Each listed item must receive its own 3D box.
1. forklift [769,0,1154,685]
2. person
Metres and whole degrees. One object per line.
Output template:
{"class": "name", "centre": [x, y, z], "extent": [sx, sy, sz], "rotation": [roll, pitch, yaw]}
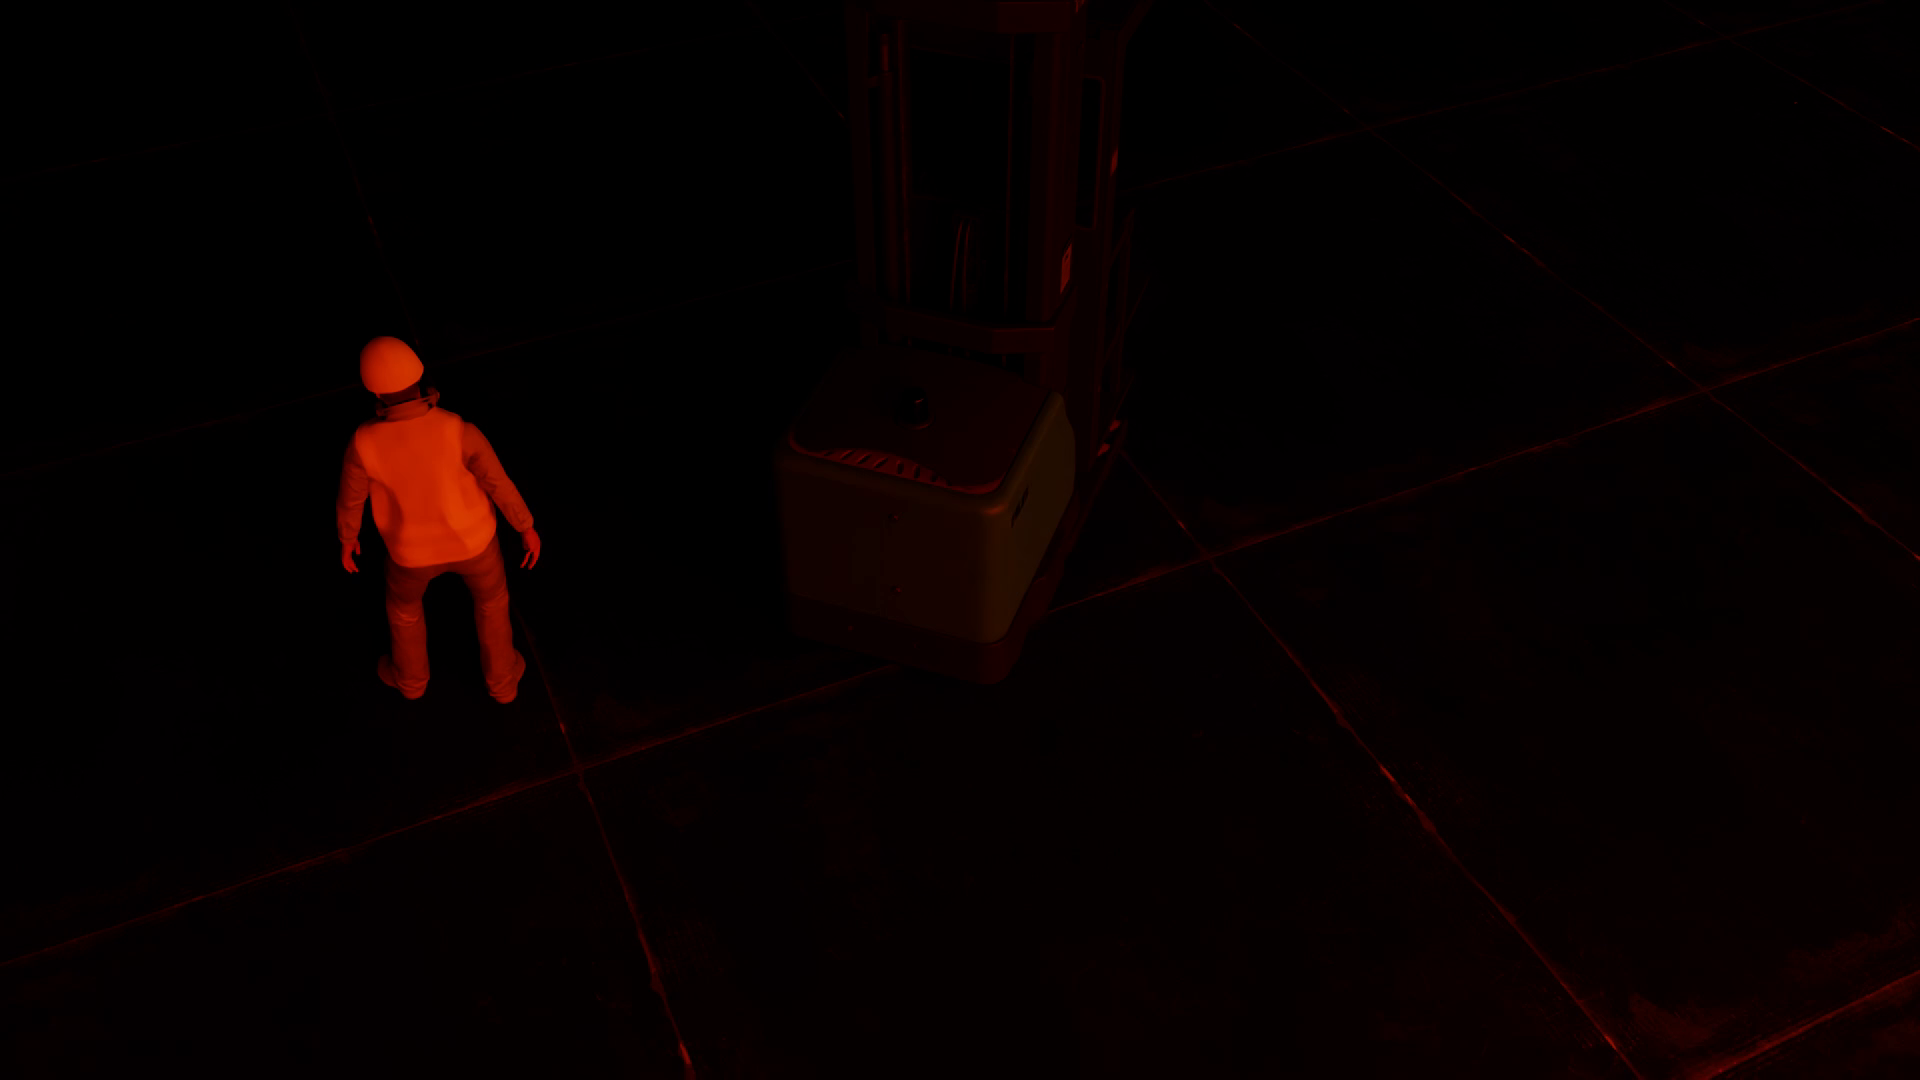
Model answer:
{"class": "forklift", "centre": [0.195, -1.475, 7.261], "extent": [1.130, 2.935, 3.031], "rotation": [14, 45, 14]}
{"class": "person", "centre": [-2.098, -0.049, 6.605], "extent": [0.823, 1.744, 0.442], "rotation": [-8, 44, -9]}
